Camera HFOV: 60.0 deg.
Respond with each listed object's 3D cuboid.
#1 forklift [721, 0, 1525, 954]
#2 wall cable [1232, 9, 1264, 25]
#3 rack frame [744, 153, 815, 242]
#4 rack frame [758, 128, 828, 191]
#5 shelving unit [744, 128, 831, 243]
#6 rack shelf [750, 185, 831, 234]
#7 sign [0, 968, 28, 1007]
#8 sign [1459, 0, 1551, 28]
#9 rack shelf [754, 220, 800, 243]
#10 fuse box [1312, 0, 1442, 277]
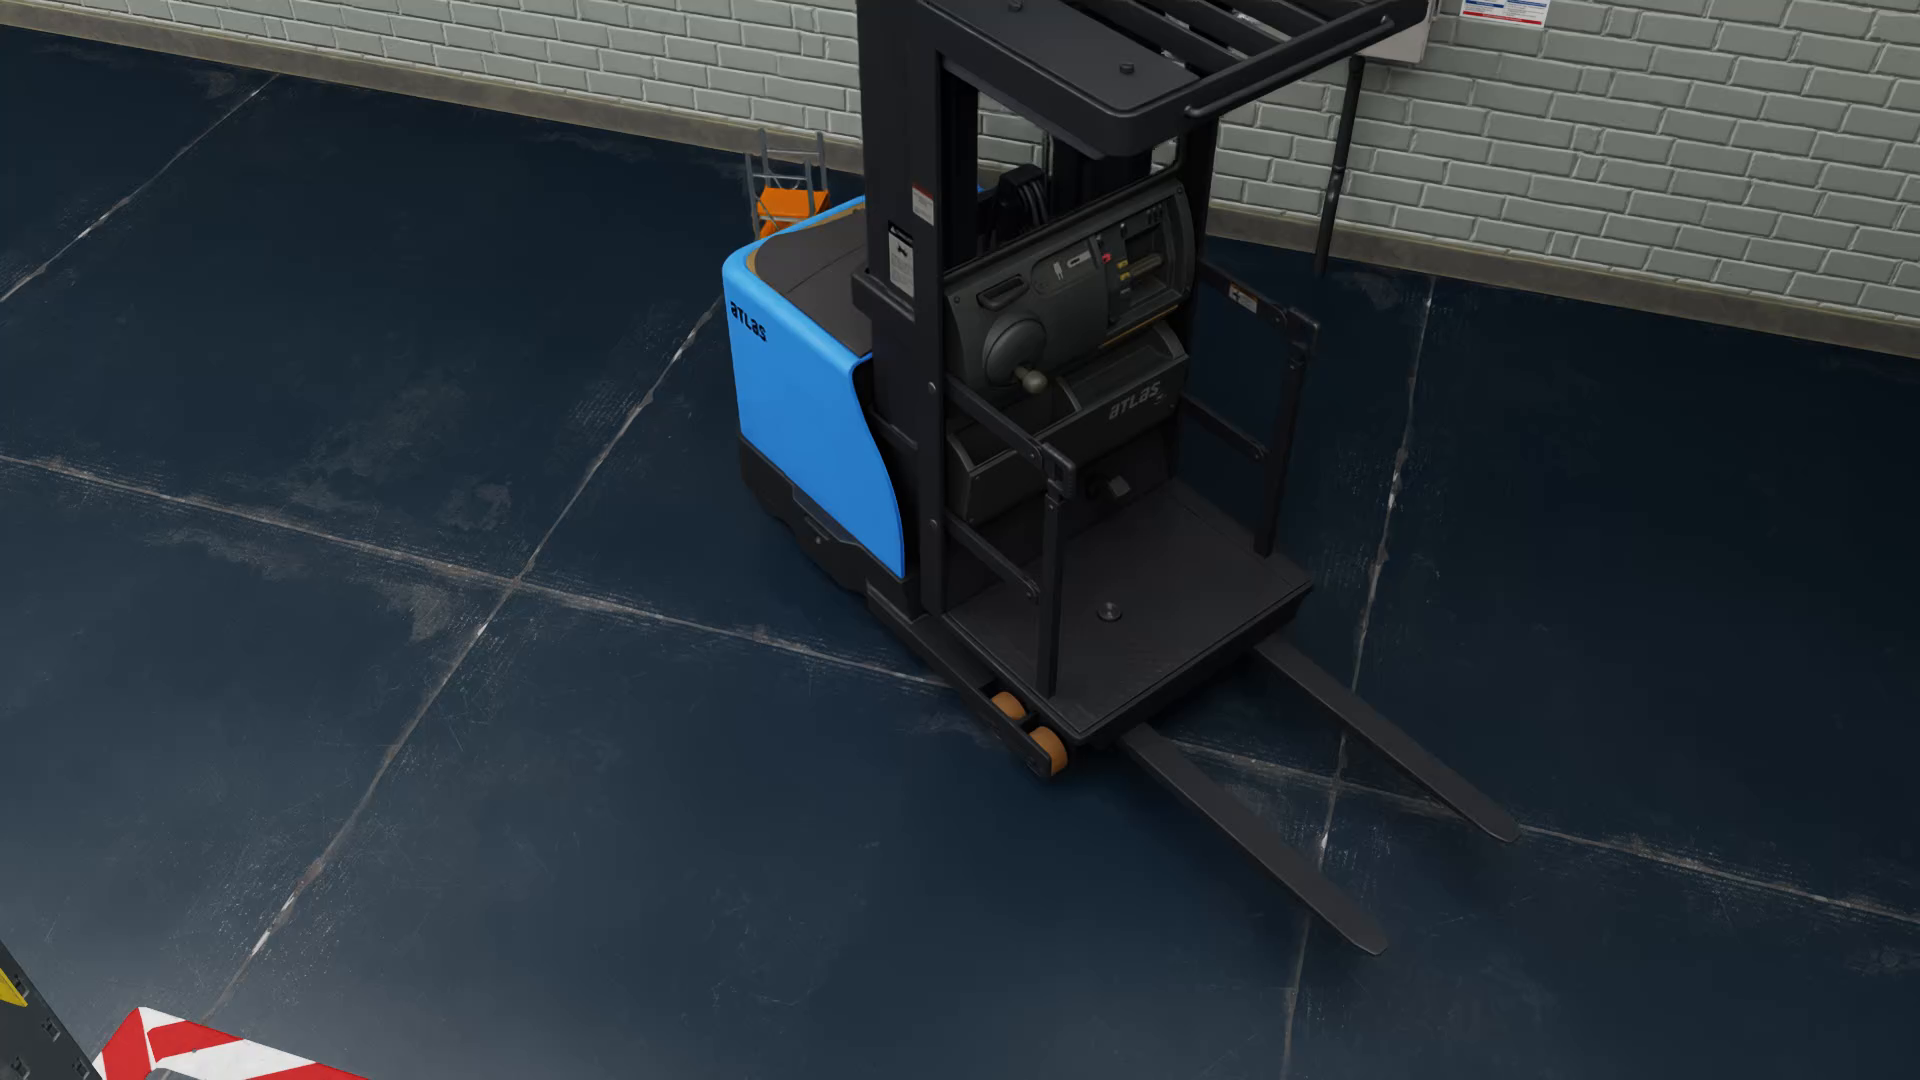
[{"bbox_3d":[0.488,-0.674,4.843,1.130,2.935,3.031,-30,52,-27],"label":"forklift"},{"bbox_3d":[1.024,-2.858,6.299,0.588,1.984,0.122,13,46,13],"label":"wall cable"},{"bbox_3d":[-0.632,-0.925,6.320,0.240,1.200,0.006,6,43,9],"label":"rack frame"},{"bbox_3d":[-0.598,-1.046,6.453,0.240,1.200,0.006,6,43,9],"label":"rack frame"},{"bbox_3d":[-0.615,-0.985,6.387,0.258,1.200,0.189,6,43,9],"label":"shelving unit"},{"bbox_3d":[-0.626,-1.220,6.176,0.258,0.103,0.180,6,43,9],"label":"rack shelf"},{"bbox_3d":[-1.504,0.602,2.493,0.100,0.325,0.005,13,46,13],"label":"sign"},{"bbox_3d":[2.160,-2.245,6.467,0.329,0.494,0.001,13,46,13],"label":"sign"},{"bbox_3d":[-0.622,-1.130,6.256,0.258,0.103,0.180,6,43,9],"label":"rack shelf"},{"bbox_3d":[1.627,-1.785,6.850,0.539,1.711,0.414,13,46,13],"label":"fuse box"}]
